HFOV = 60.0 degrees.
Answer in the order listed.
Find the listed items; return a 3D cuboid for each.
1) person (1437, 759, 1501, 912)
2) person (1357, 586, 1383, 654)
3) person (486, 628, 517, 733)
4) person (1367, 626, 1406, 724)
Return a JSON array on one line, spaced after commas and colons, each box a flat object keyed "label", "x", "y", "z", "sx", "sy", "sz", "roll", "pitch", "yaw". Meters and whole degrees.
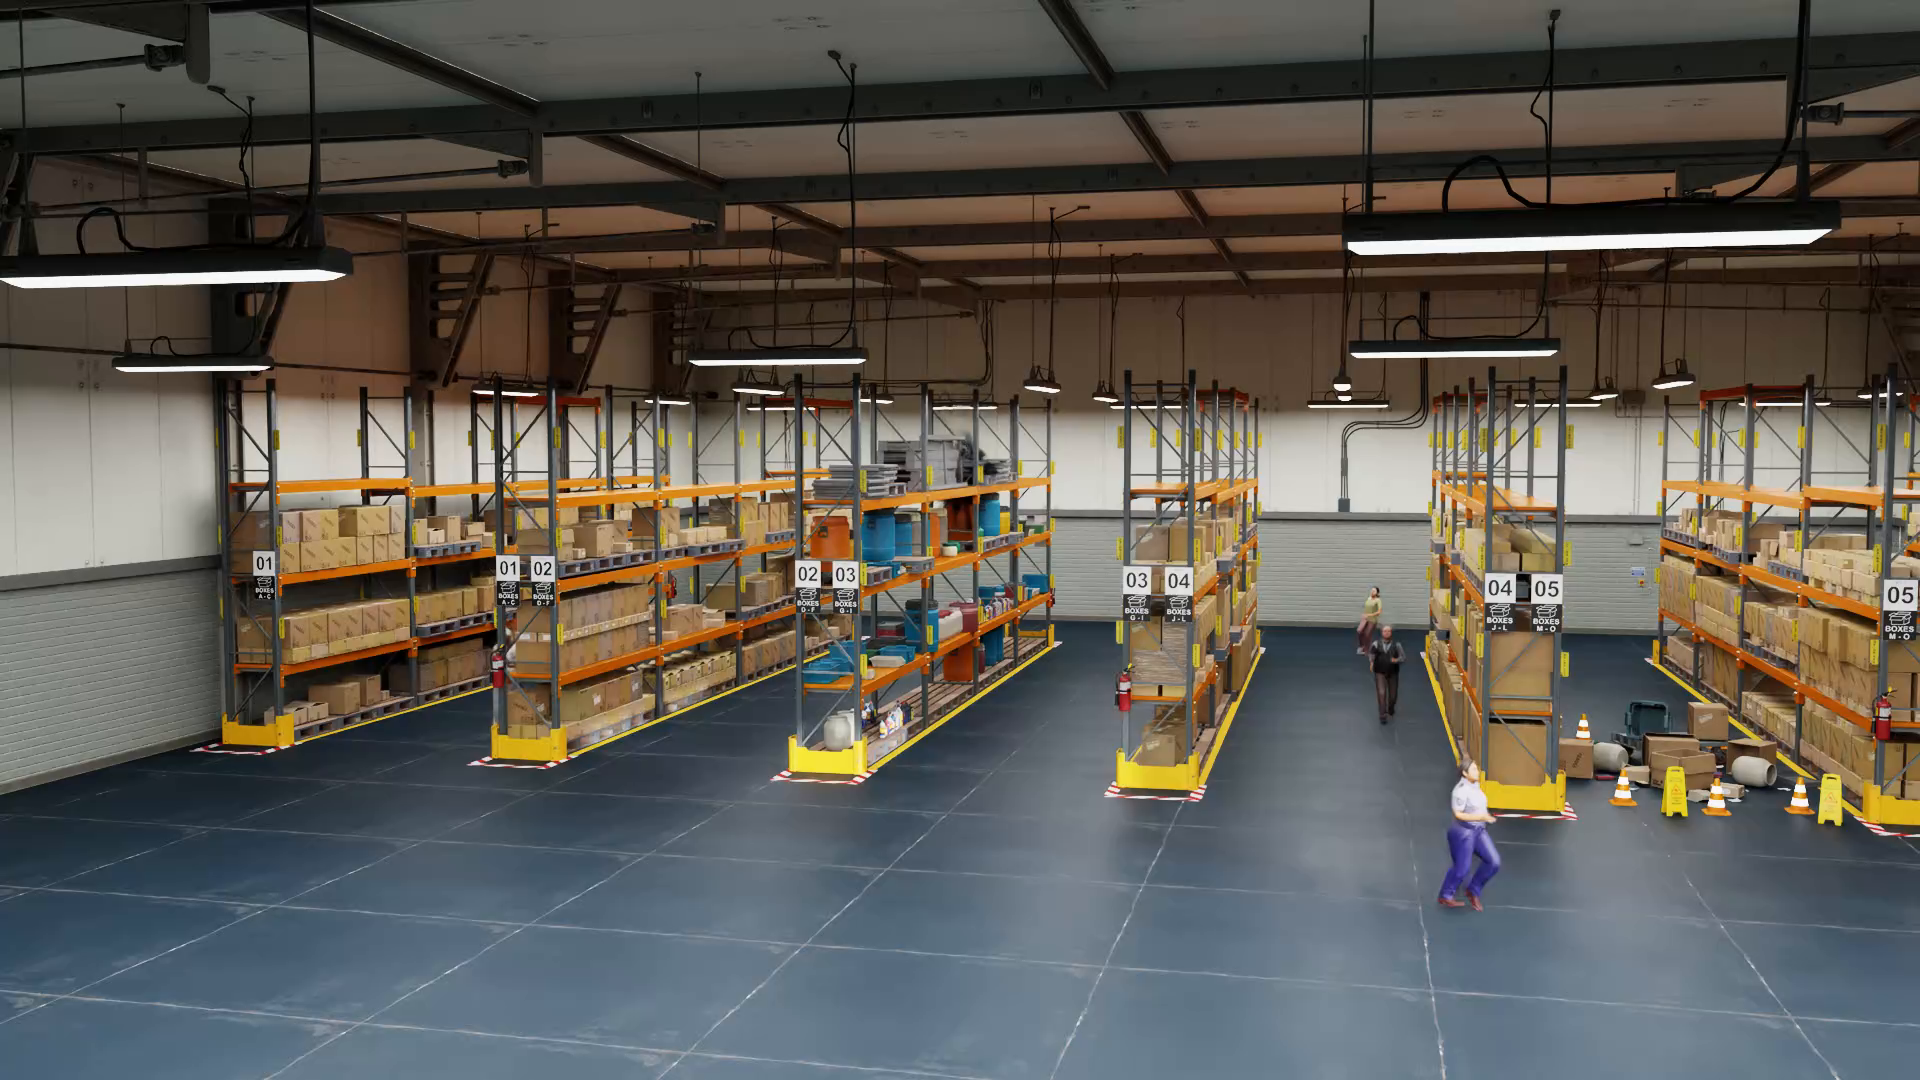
[{"label": "person", "x": 5.397, "y": 3.139, "z": 17.597, "sx": 0.580, "sy": 1.662, "sz": 0.685, "roll": -3, "pitch": 5, "yaw": -44}, {"label": "person", "x": 9.490, "y": 1.869, "z": 38.501, "sx": 0.620, "sy": 1.605, "sz": 0.584, "roll": -3, "pitch": 5, "yaw": -44}, {"label": "person", "x": -7.814, "y": 2.382, "z": 28.575, "sx": 0.706, "sy": 1.747, "sz": 0.990, "roll": 1, "pitch": 3, "yaw": 10}, {"label": "person", "x": 7.549, "y": 2.377, "z": 29.454, "sx": 0.667, "sy": 1.699, "sz": 0.884, "roll": 1, "pitch": 4, "yaw": 14}]
